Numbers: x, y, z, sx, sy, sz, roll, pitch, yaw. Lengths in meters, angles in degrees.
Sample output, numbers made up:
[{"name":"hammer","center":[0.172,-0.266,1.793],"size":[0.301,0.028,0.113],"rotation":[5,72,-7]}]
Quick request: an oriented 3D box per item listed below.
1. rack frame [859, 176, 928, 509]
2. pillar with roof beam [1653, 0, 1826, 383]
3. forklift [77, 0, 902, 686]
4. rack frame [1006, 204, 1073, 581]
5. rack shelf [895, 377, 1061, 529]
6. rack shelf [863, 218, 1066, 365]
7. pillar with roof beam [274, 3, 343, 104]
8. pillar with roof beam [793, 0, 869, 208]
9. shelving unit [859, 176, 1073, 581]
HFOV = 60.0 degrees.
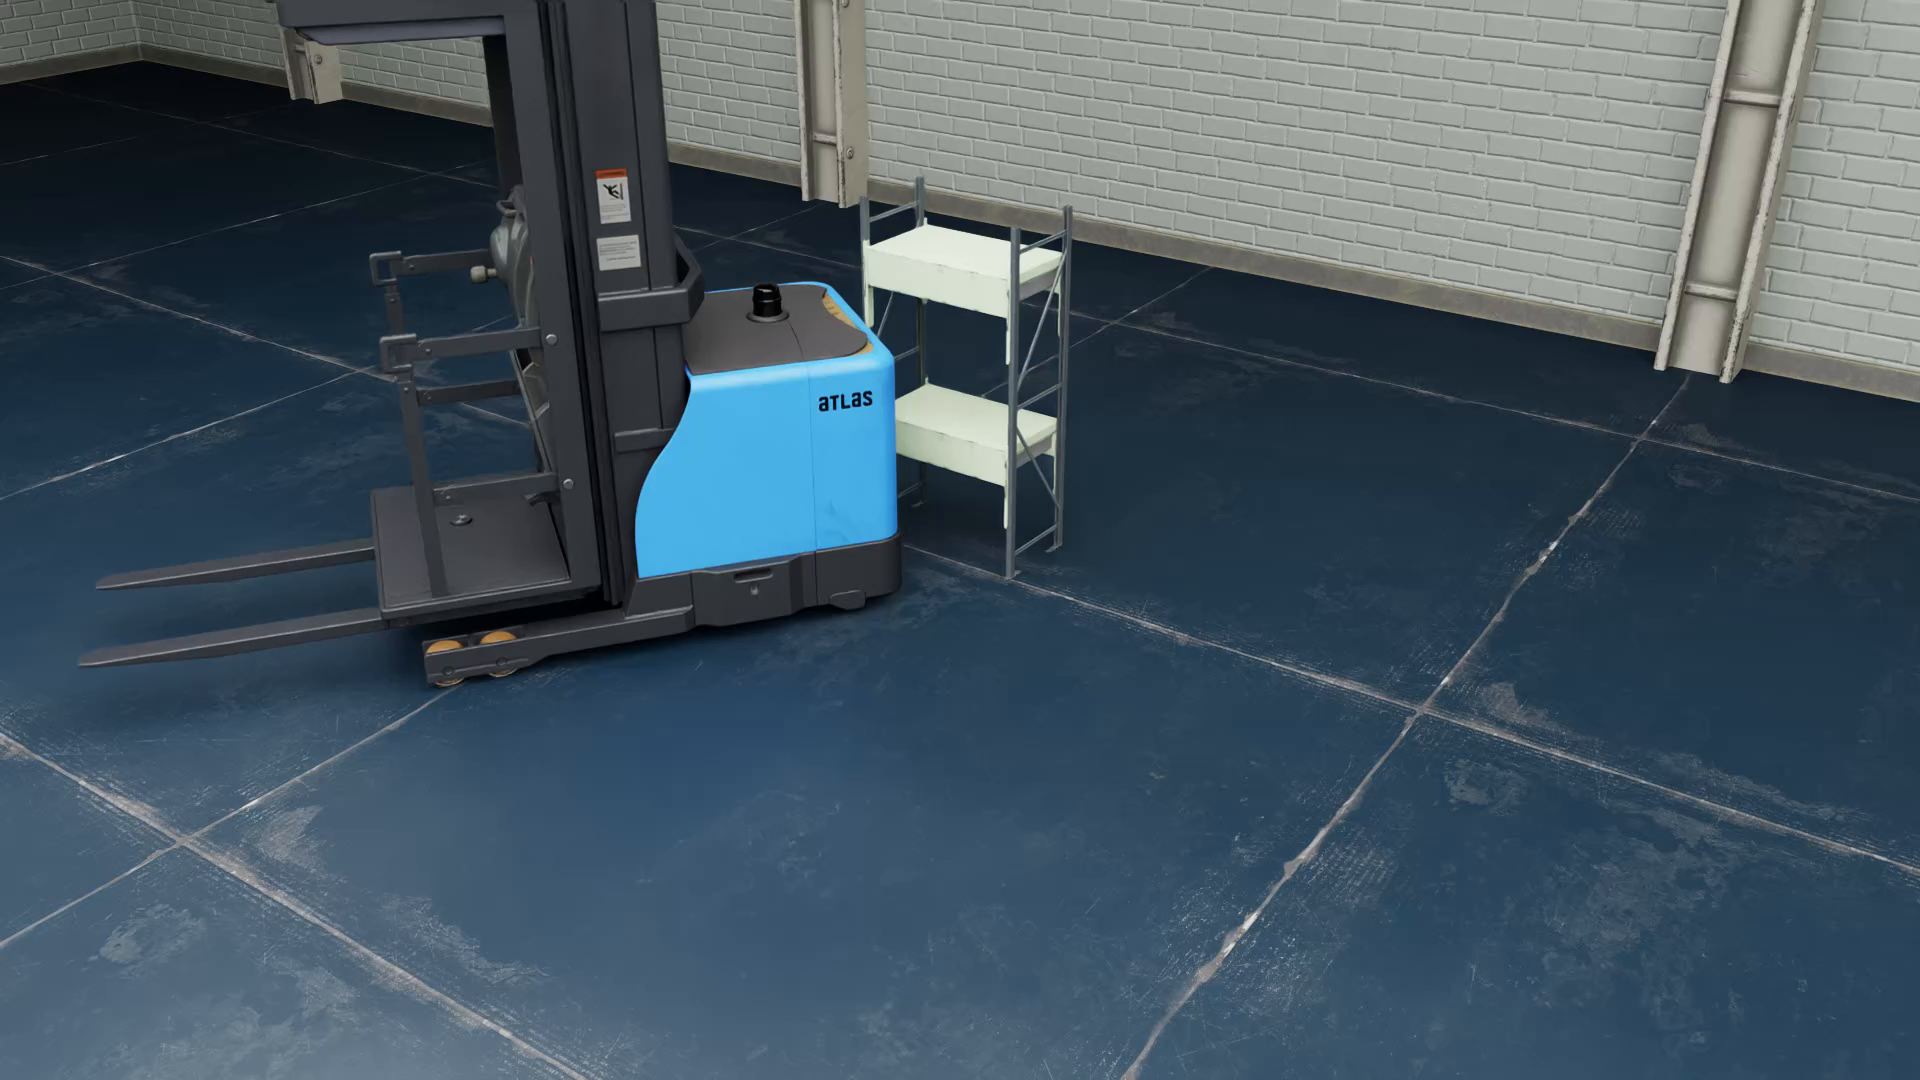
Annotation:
[{"name":"rack frame","center":[-0.275,-0.770,7.110],"size":[0.023,1.500,0.400],"rotation":[18,32,32]},{"name":"pillar with roof beam","center":[1.604,-3.346,3.903],"size":[0.400,9.000,9.100],"rotation":[17,32,30]},{"name":"forklift","center":[-1.809,-1.034,6.050],"size":[3.031,2.935,1.130],"rotation":[-9,28,-17]},{"name":"rack frame","center":[0.317,-0.575,6.726],"size":[0.023,1.500,0.400],"rotation":[18,32,32]},{"name":"rack shelf","center":[0.021,-0.382,7.066],"size":[0.720,0.370,0.431],"rotation":[18,32,32]},{"name":"rack shelf","center":[0.021,-1.020,6.741],"size":[0.720,0.370,0.431],"rotation":[18,32,32]},{"name":"pillar with roof beam","center":[-8.287,-6.427,9.958],"size":[0.400,9.000,9.100],"rotation":[17,32,30]},{"name":"pillar with roof beam","center":[-3.342,-4.887,6.931],"size":[0.400,9.000,9.100],"rotation":[17,32,30]},{"name":"shelving unit","center":[0.021,-0.672,6.918],"size":[0.755,1.500,0.431],"rotation":[18,32,32]}]
